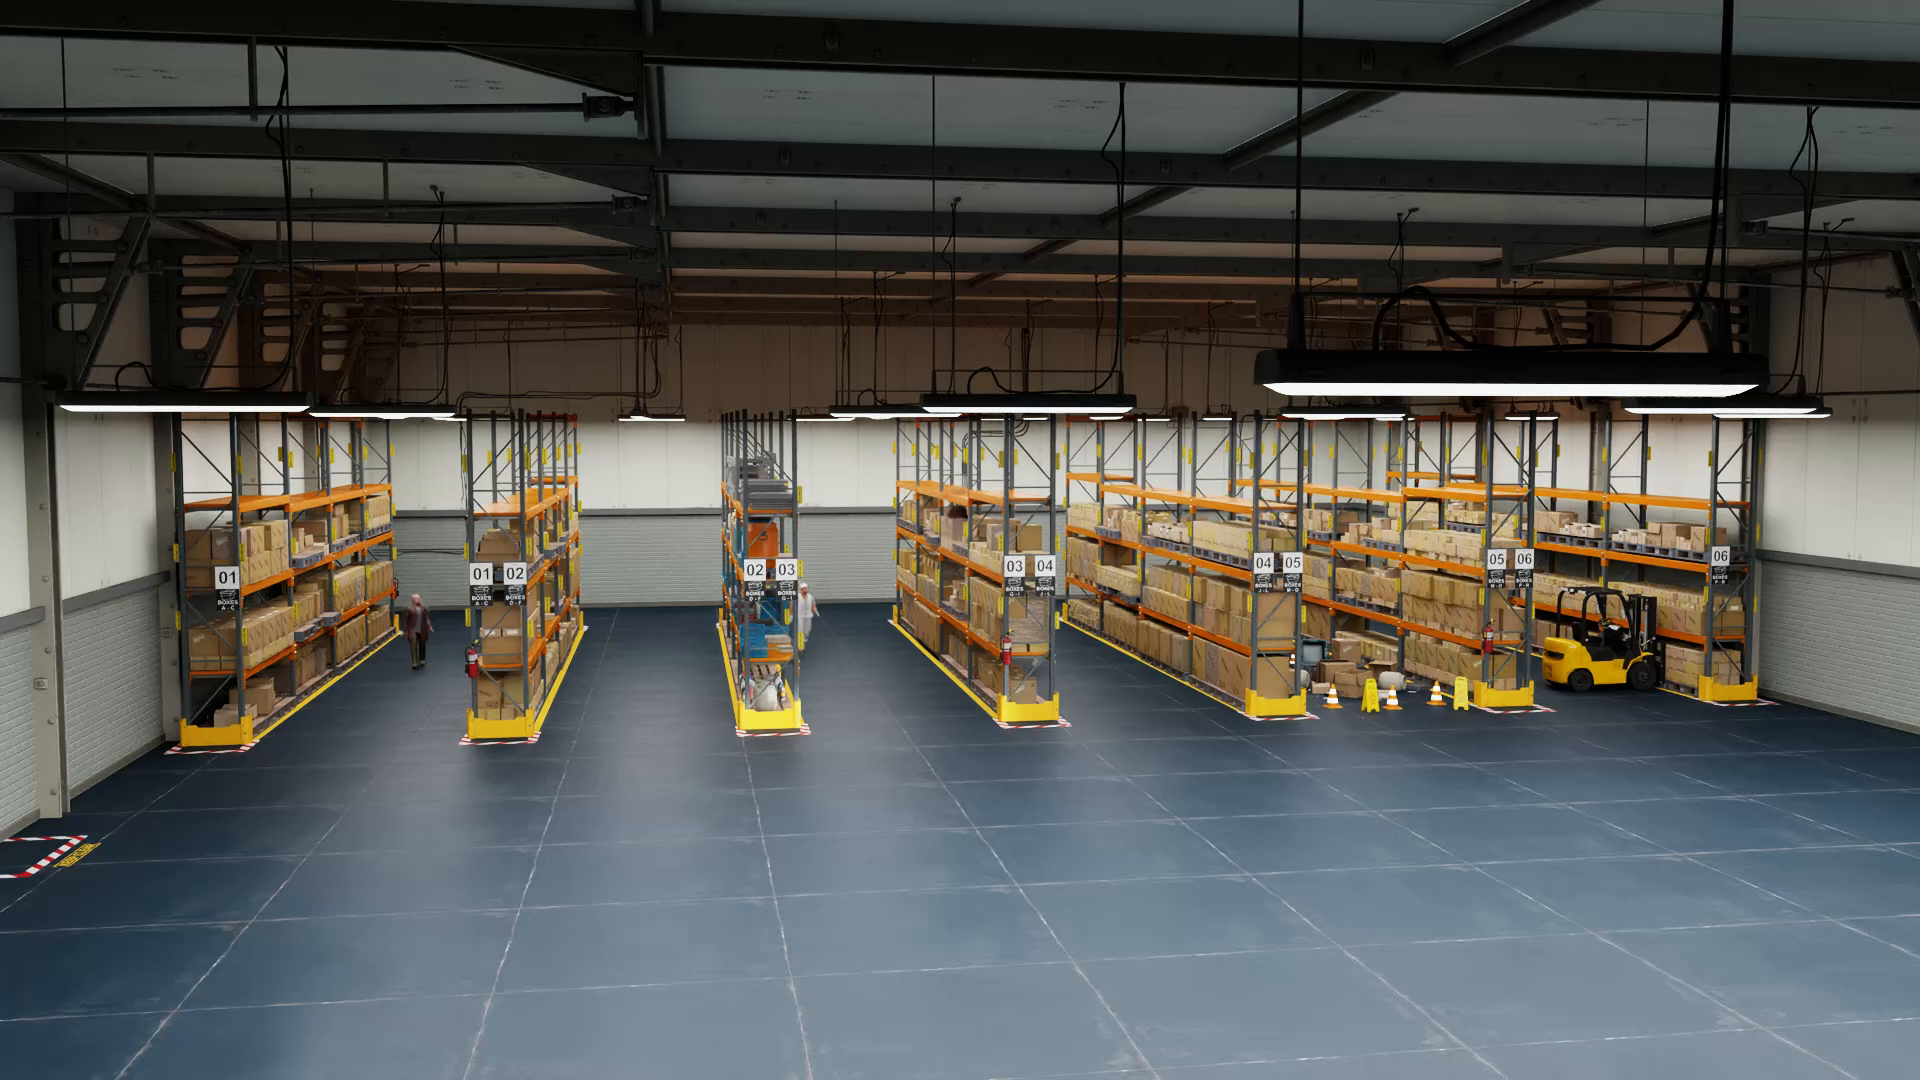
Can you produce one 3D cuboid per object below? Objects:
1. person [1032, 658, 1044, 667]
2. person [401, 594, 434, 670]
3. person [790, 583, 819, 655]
[{"bbox_3d":[1.846,2.055,38.896,0.678,1.827,0.657,0,4,-2],"label":"person"},{"bbox_3d":[-12.703,2.137,38.959,0.726,1.737,1.115,-1,4,-19],"label":"person"},{"bbox_3d":[-3.903,1.985,41.602,0.714,1.812,0.877,-1,4,-9],"label":"person"}]
